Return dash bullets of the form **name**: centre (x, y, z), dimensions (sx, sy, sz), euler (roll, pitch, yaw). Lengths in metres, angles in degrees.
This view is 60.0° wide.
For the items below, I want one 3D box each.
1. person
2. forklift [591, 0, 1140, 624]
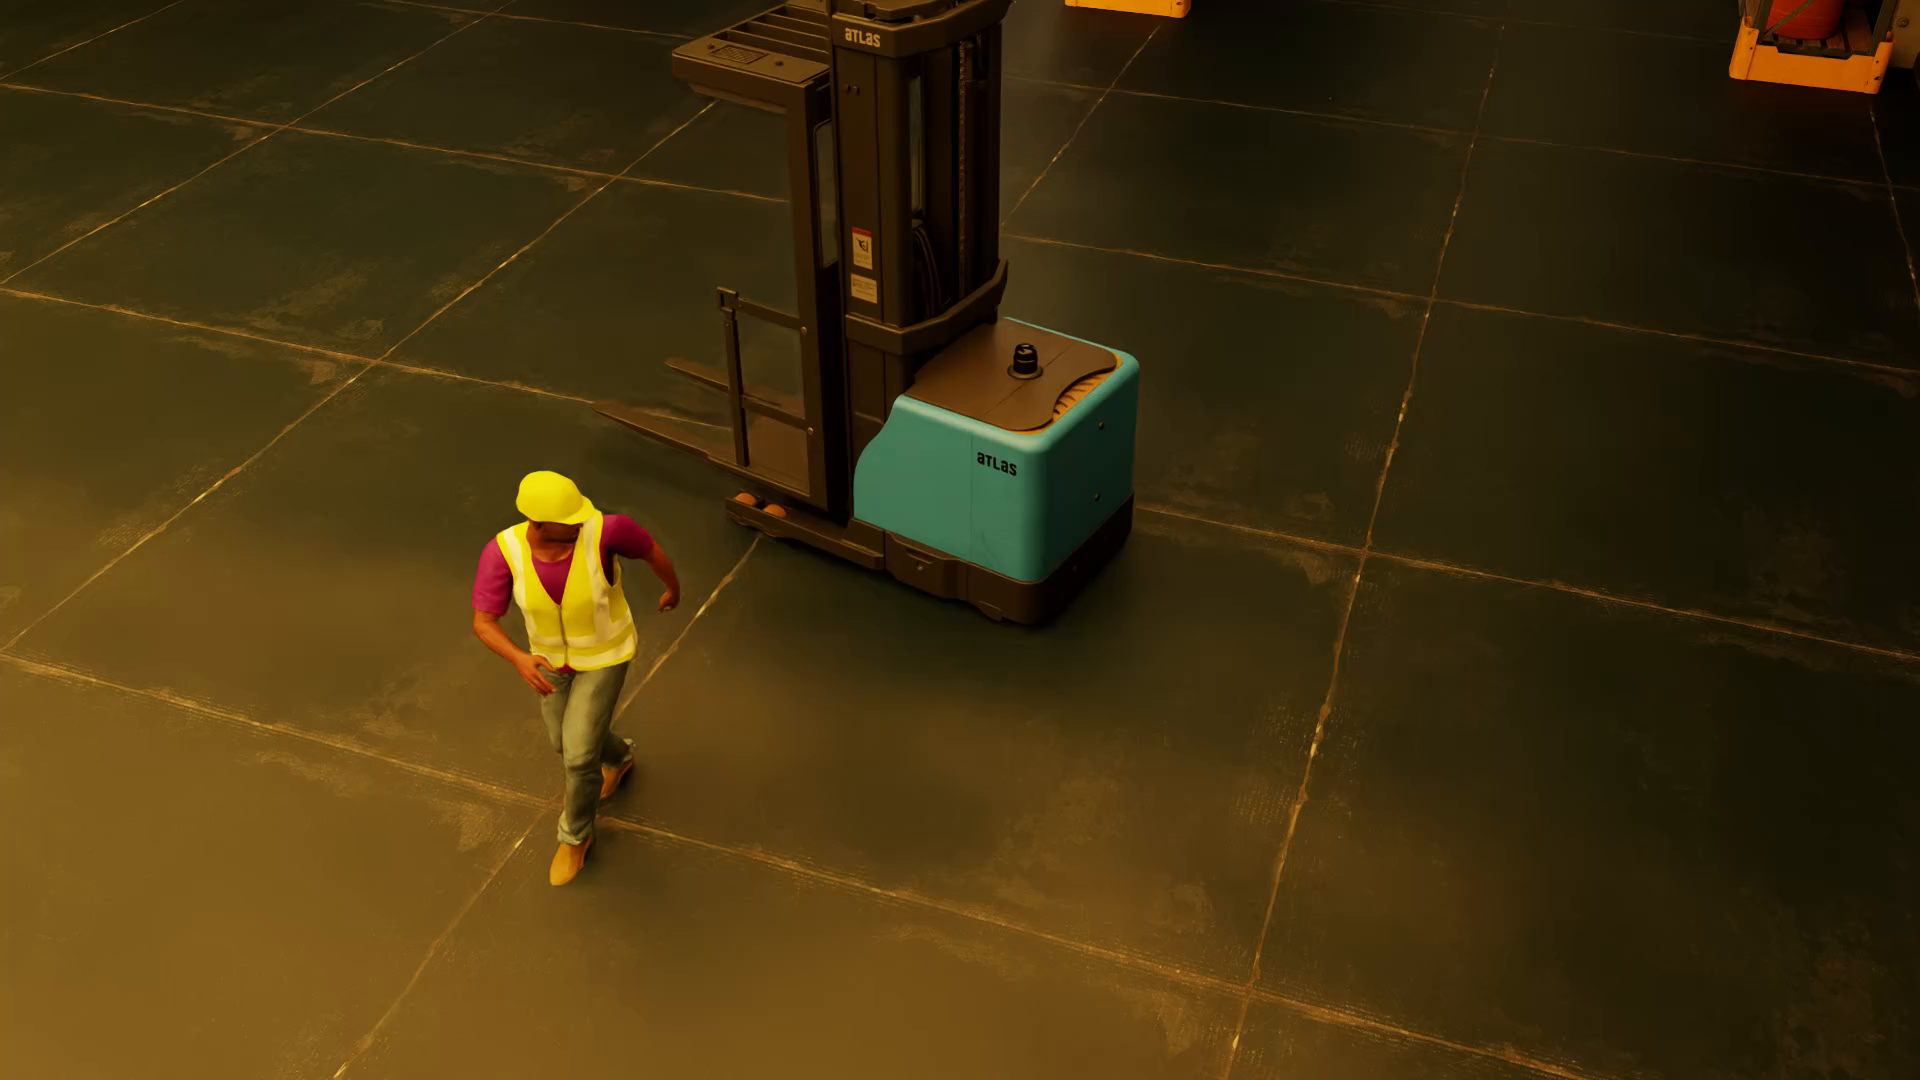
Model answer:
- **person**: centre (-1.526, 0.458, 6.569), dimensions (0.604, 1.738, 0.936), euler (9, 36, 12)
- **forklift**: centre (-0.624, -1.446, 8.150), dimensions (3.031, 2.935, 1.130), euler (21, 40, 27)
